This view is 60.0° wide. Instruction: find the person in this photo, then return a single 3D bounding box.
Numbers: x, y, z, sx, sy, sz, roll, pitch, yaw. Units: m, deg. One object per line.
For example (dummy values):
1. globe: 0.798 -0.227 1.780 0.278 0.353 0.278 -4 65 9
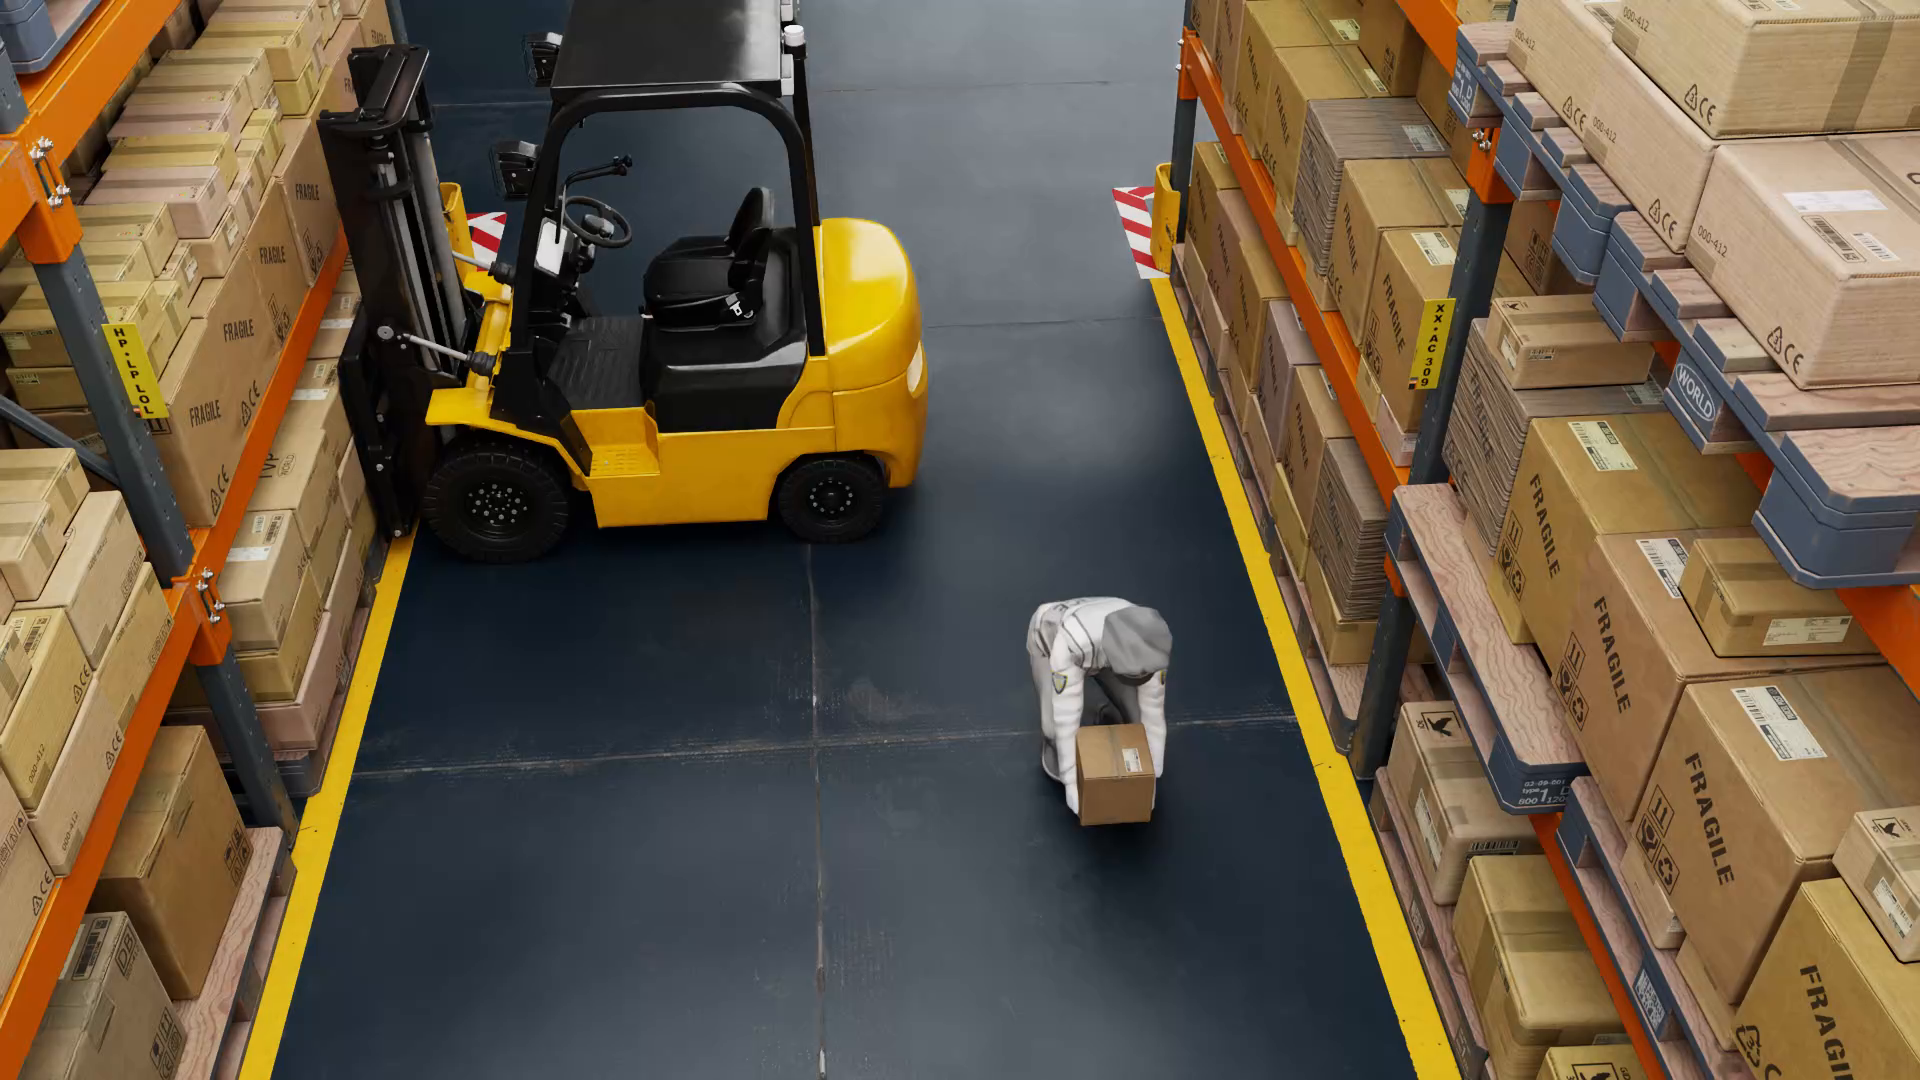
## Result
1. person: 0.520 0.511 6.083 0.443 0.981 0.843 -7 40 -8
